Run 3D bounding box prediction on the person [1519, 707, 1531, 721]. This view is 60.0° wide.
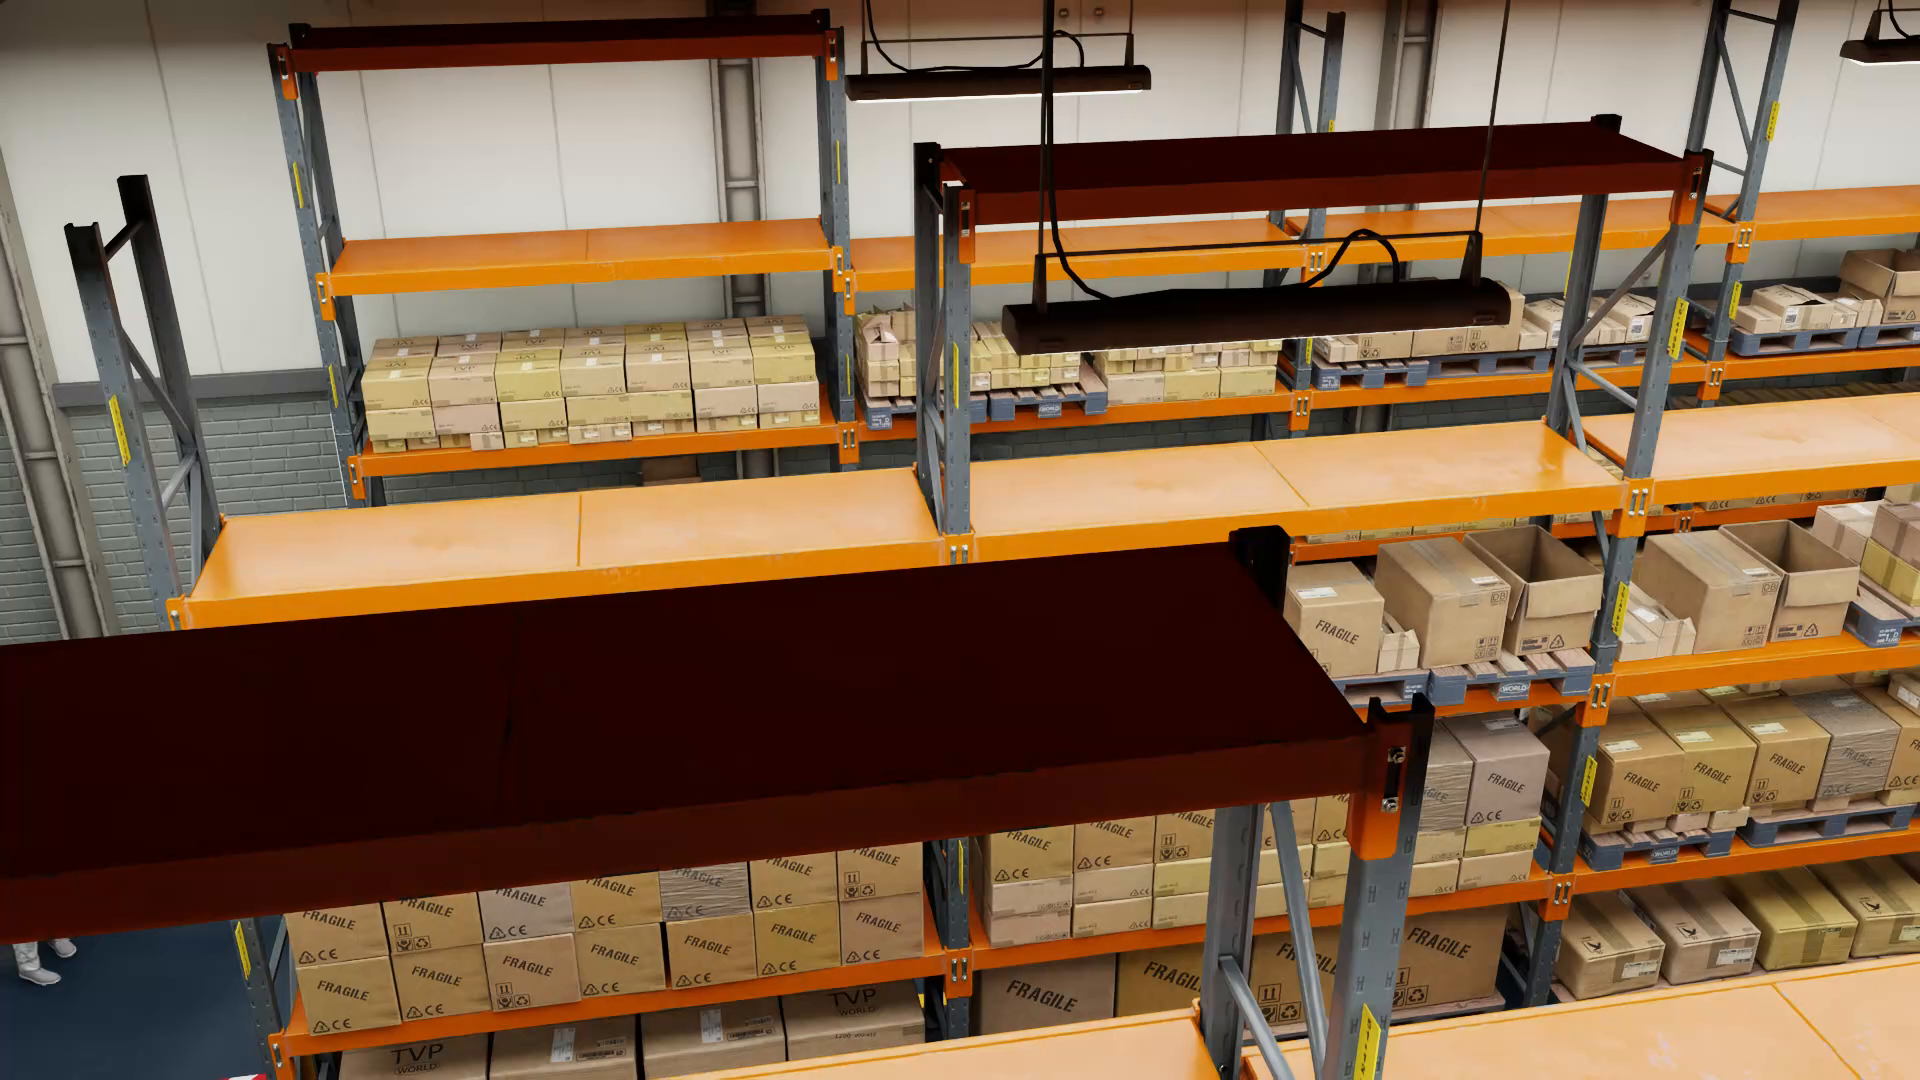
[{"bbox_3d":[4.922,0.867,14.585,0.609,1.717,0.558,-11,28,-21],"label":"person"}]

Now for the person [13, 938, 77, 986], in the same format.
[{"bbox_3d":[-6.565,2.287,11.669,0.400,1.678,0.541,4,26,8],"label":"person"}]
